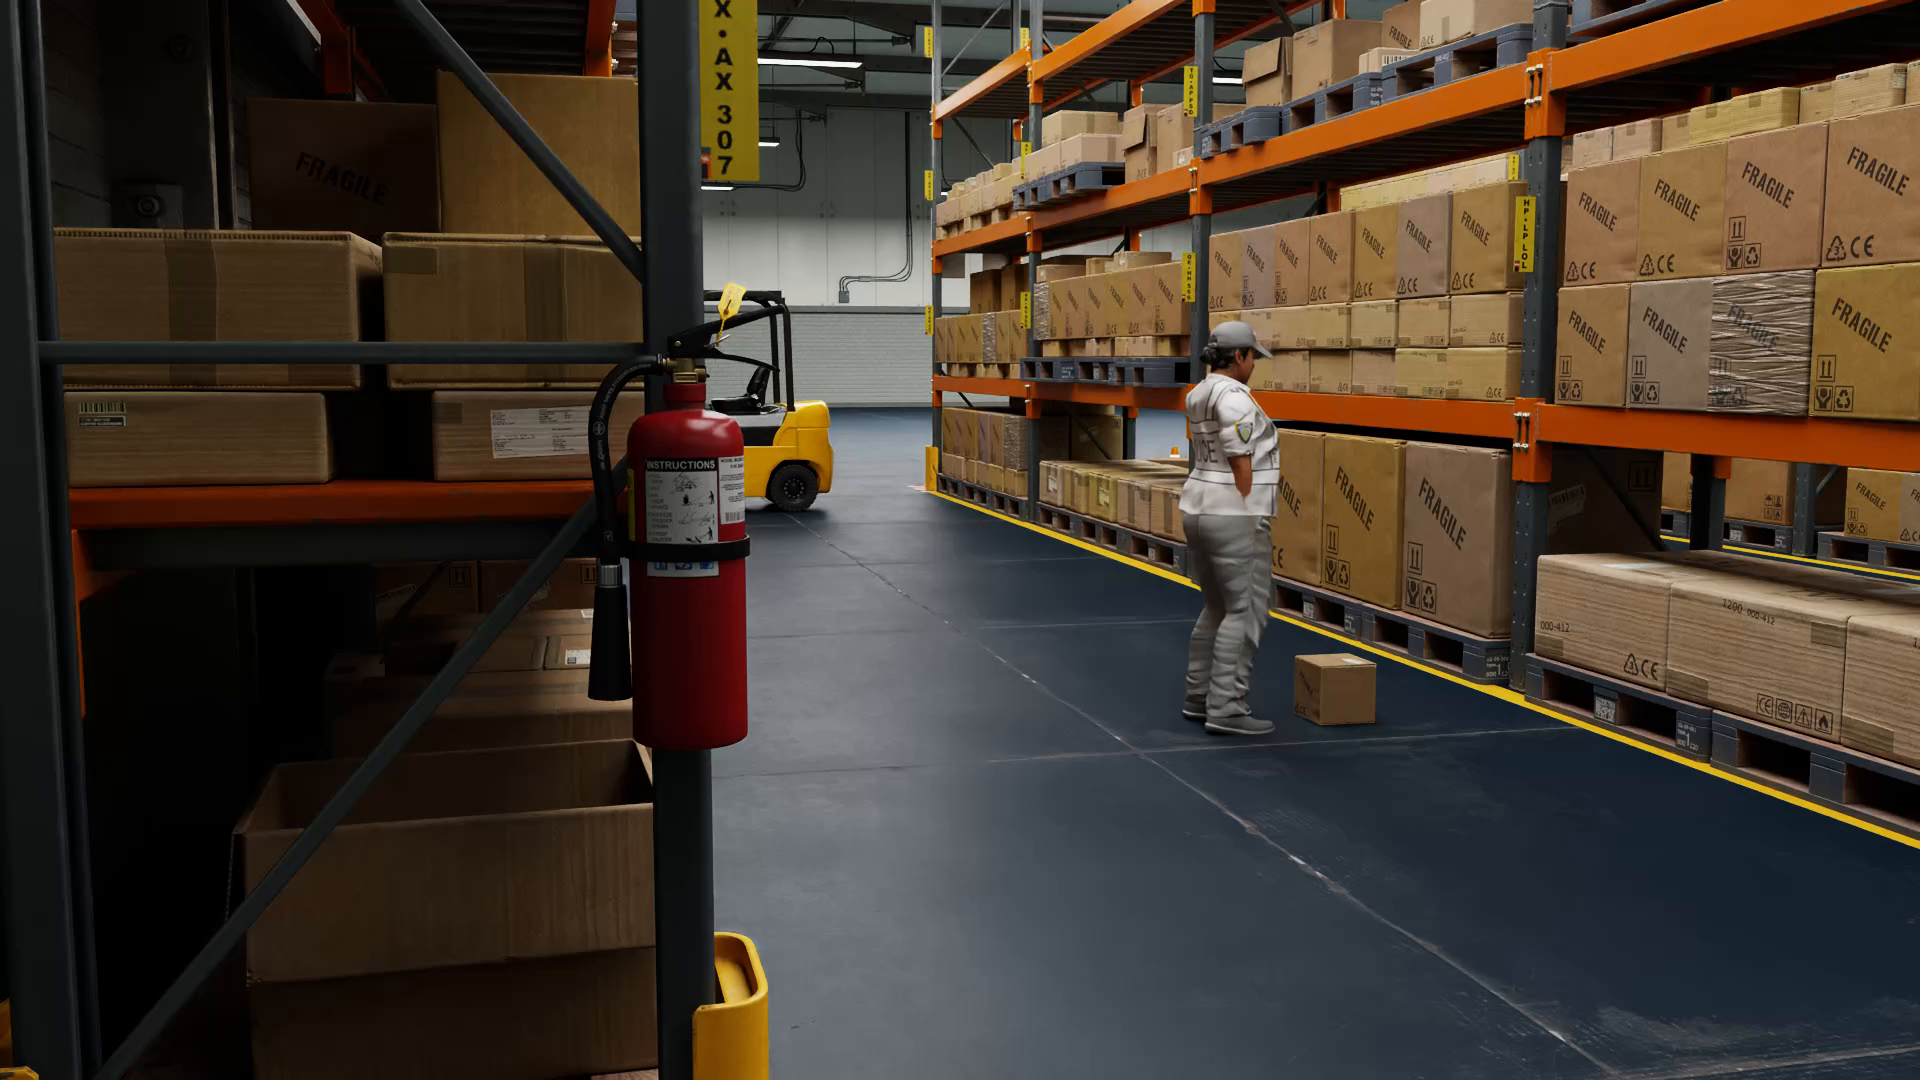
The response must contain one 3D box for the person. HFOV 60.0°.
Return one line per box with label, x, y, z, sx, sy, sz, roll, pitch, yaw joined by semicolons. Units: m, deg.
person;1.102;-0.058;6.796;0.390;1.666;0.470;-1;6;-13
